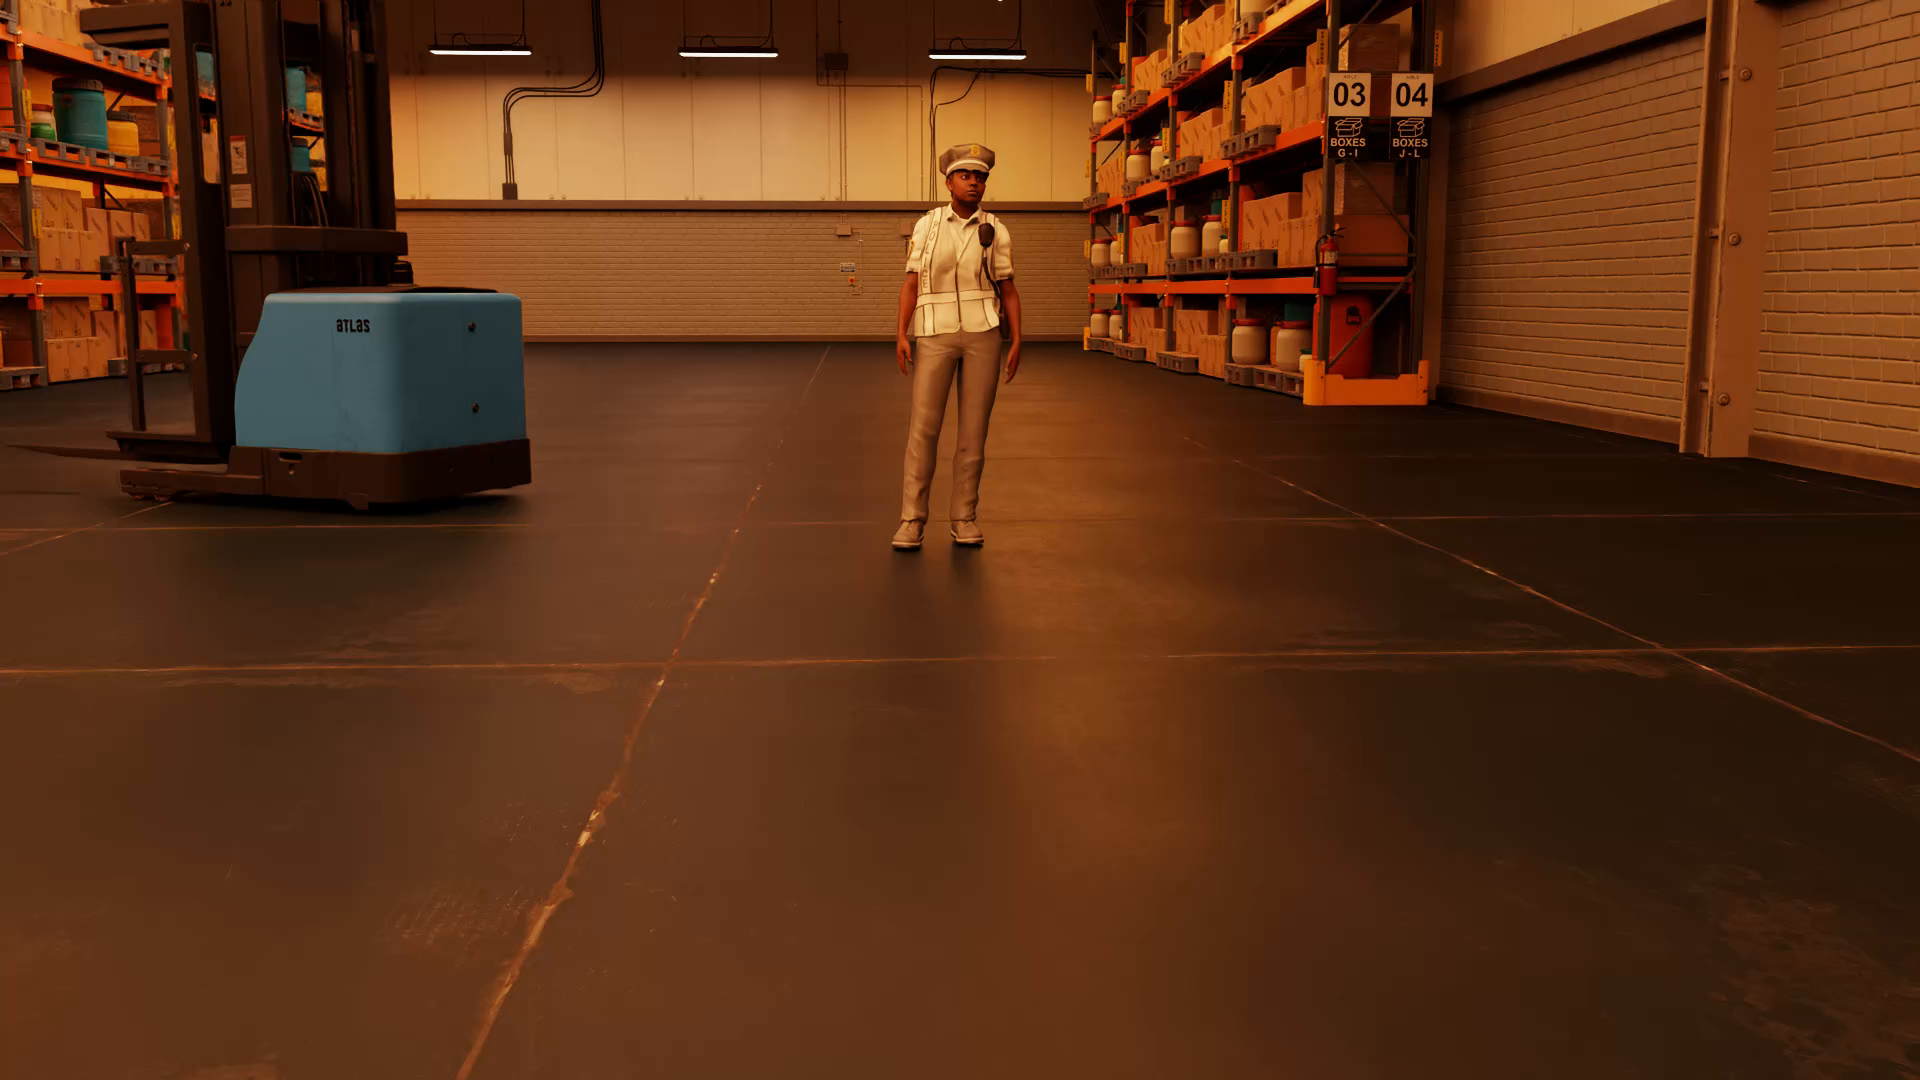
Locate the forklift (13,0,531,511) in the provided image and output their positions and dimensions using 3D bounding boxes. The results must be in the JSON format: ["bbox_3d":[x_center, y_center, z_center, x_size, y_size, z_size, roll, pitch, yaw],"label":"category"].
[{"bbox_3d":[-3.845,-1.714,8.876,3.031,2.935,1.130,4,9,25],"label":"forklift"}]

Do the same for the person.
[{"bbox_3d":[-0.015,-0.834,7.109,0.569,1.695,0.528,-1,8,-4],"label":"person"}]
